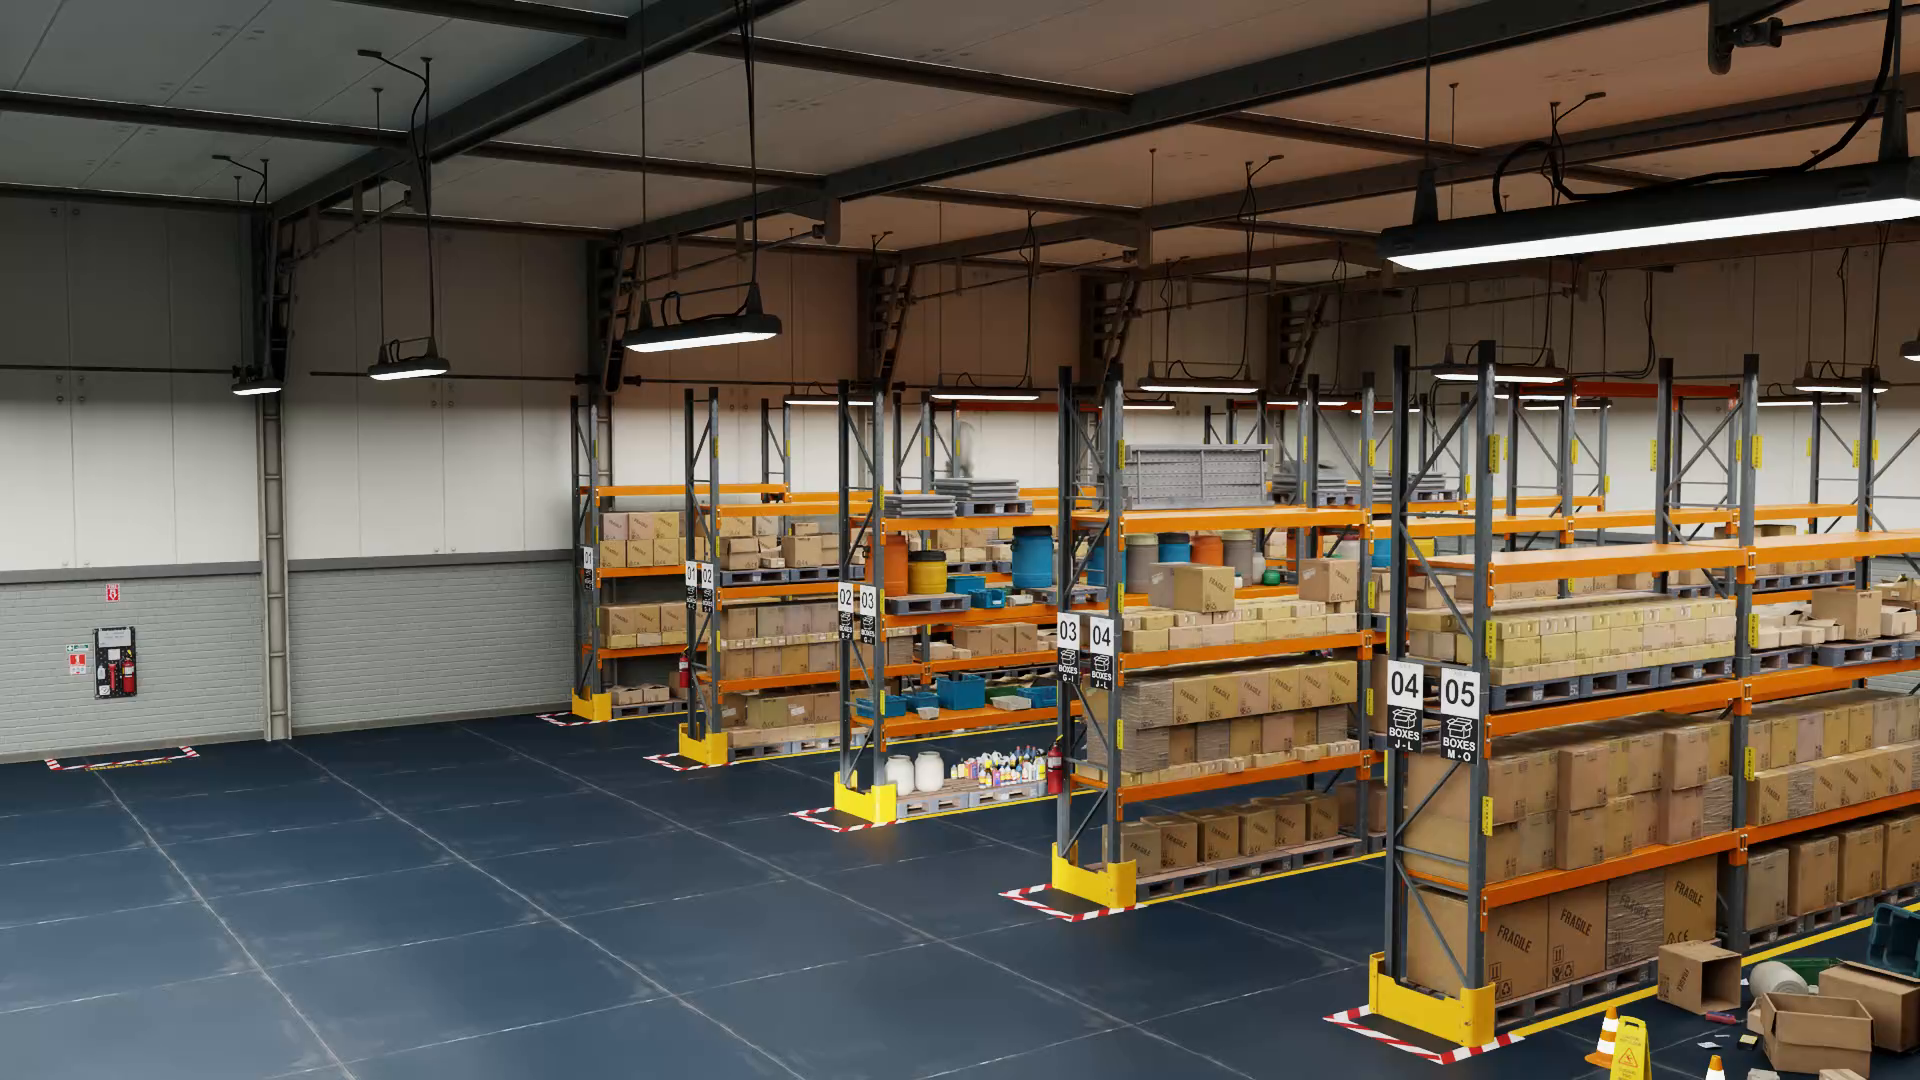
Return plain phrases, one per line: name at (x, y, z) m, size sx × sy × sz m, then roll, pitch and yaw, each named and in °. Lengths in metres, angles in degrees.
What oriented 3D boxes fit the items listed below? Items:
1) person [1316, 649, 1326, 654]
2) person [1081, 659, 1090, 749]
person at (6.820, 2.412, 32.084) m, size 0.755 × 1.743 × 1.067 m, roll 3°, pitch 5°, yaw 44°
person at (2.329, 2.687, 28.065) m, size 0.807 × 1.648 × 0.595 m, roll -3°, pitch 4°, yaw -40°
